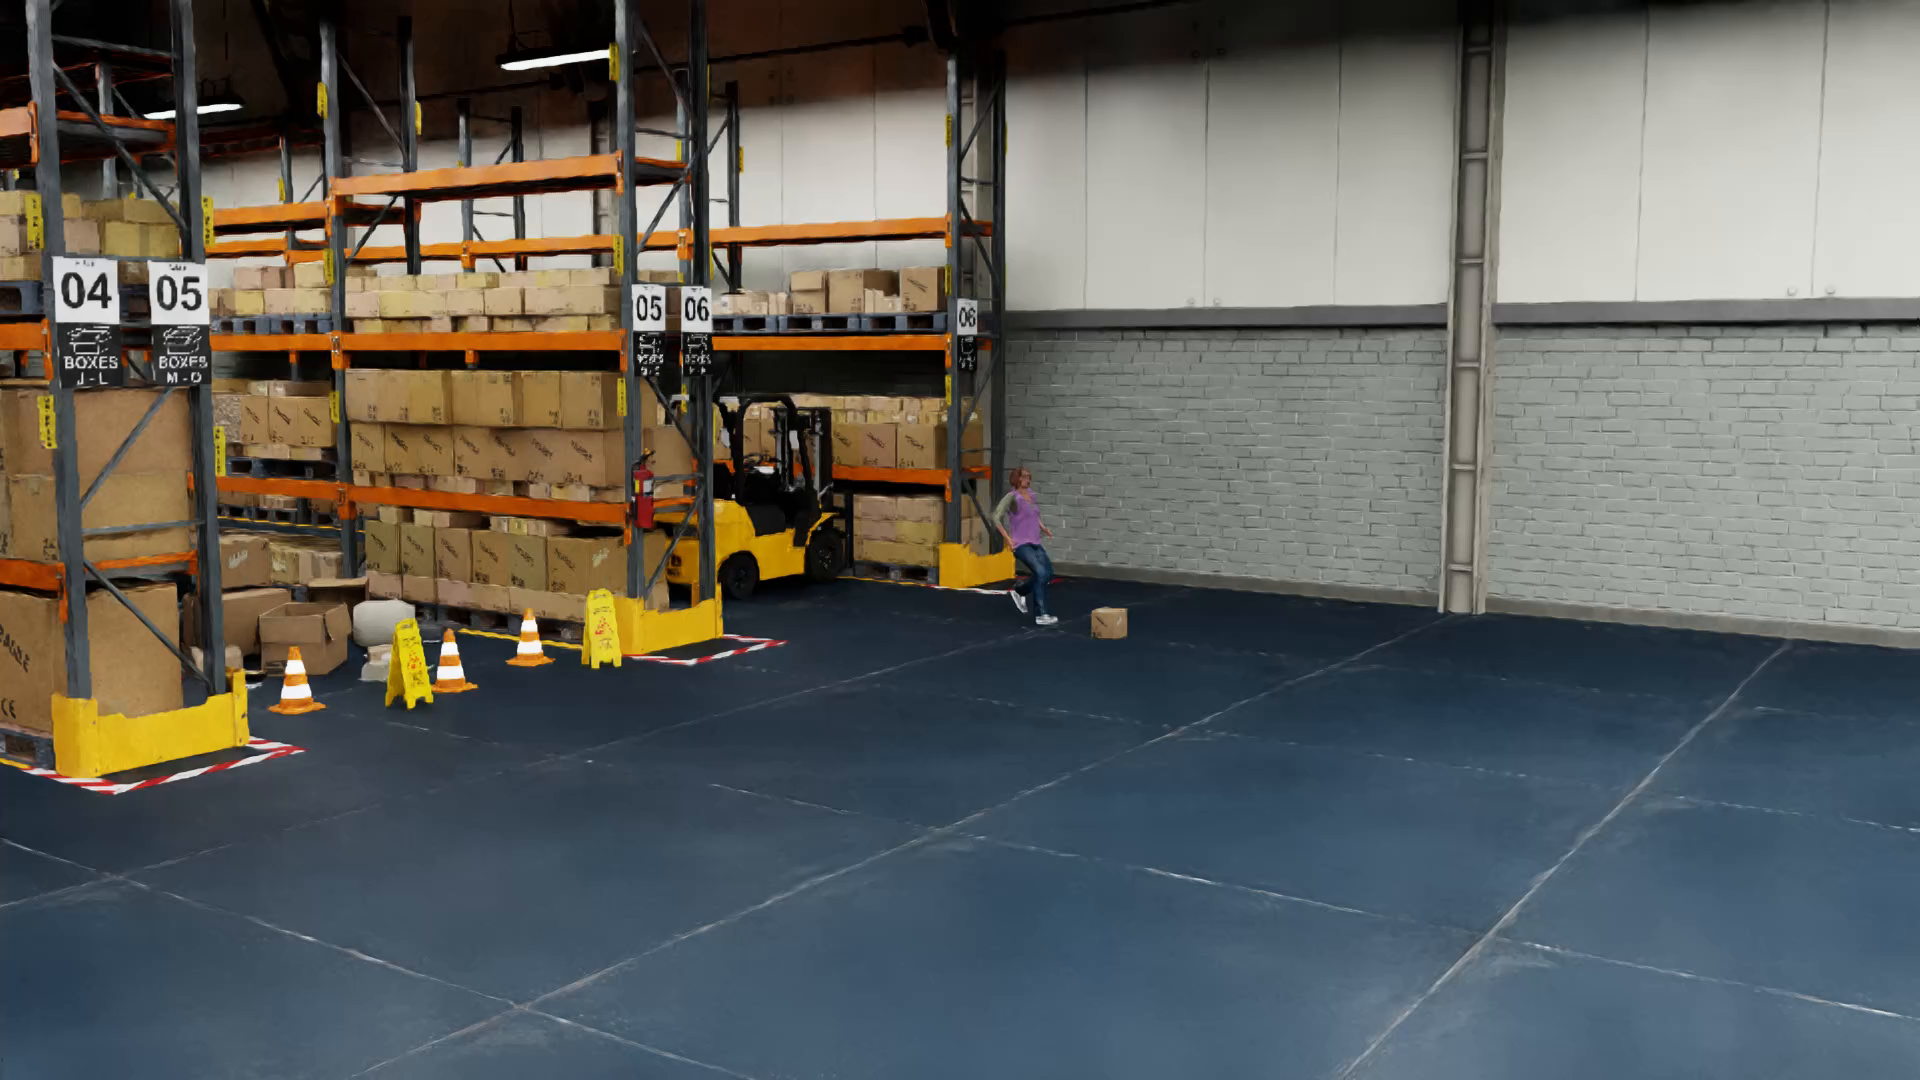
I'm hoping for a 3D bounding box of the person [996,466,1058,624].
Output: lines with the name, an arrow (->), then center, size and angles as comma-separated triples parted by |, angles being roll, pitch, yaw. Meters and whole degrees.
person -> 0.721, 0.040, 16.101 | 0.719, 1.497, 0.511 | 4, 8, 33
